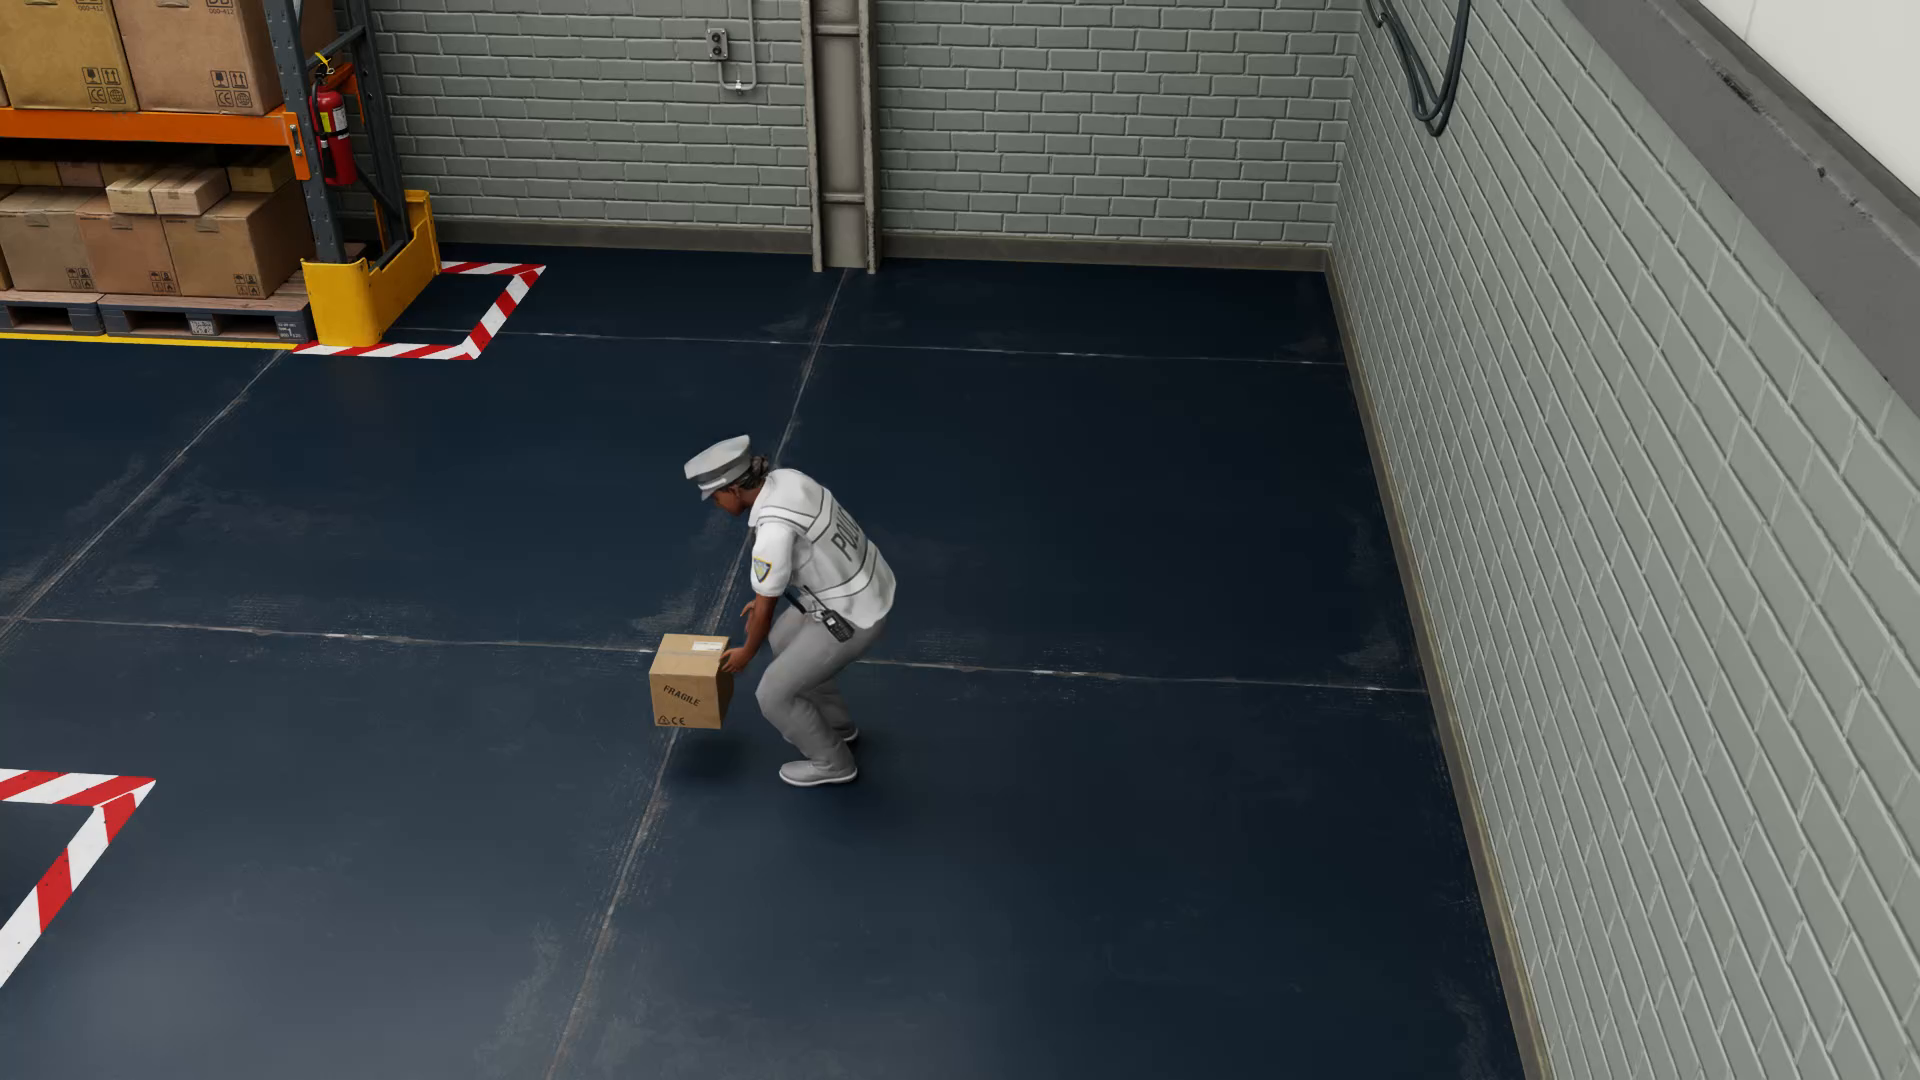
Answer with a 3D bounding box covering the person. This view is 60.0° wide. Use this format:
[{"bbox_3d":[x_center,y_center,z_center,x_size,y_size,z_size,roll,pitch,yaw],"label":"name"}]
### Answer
[{"bbox_3d":[-0.588,0.265,5.983,0.707,1.388,0.496,3,32,4],"label":"person"}]
